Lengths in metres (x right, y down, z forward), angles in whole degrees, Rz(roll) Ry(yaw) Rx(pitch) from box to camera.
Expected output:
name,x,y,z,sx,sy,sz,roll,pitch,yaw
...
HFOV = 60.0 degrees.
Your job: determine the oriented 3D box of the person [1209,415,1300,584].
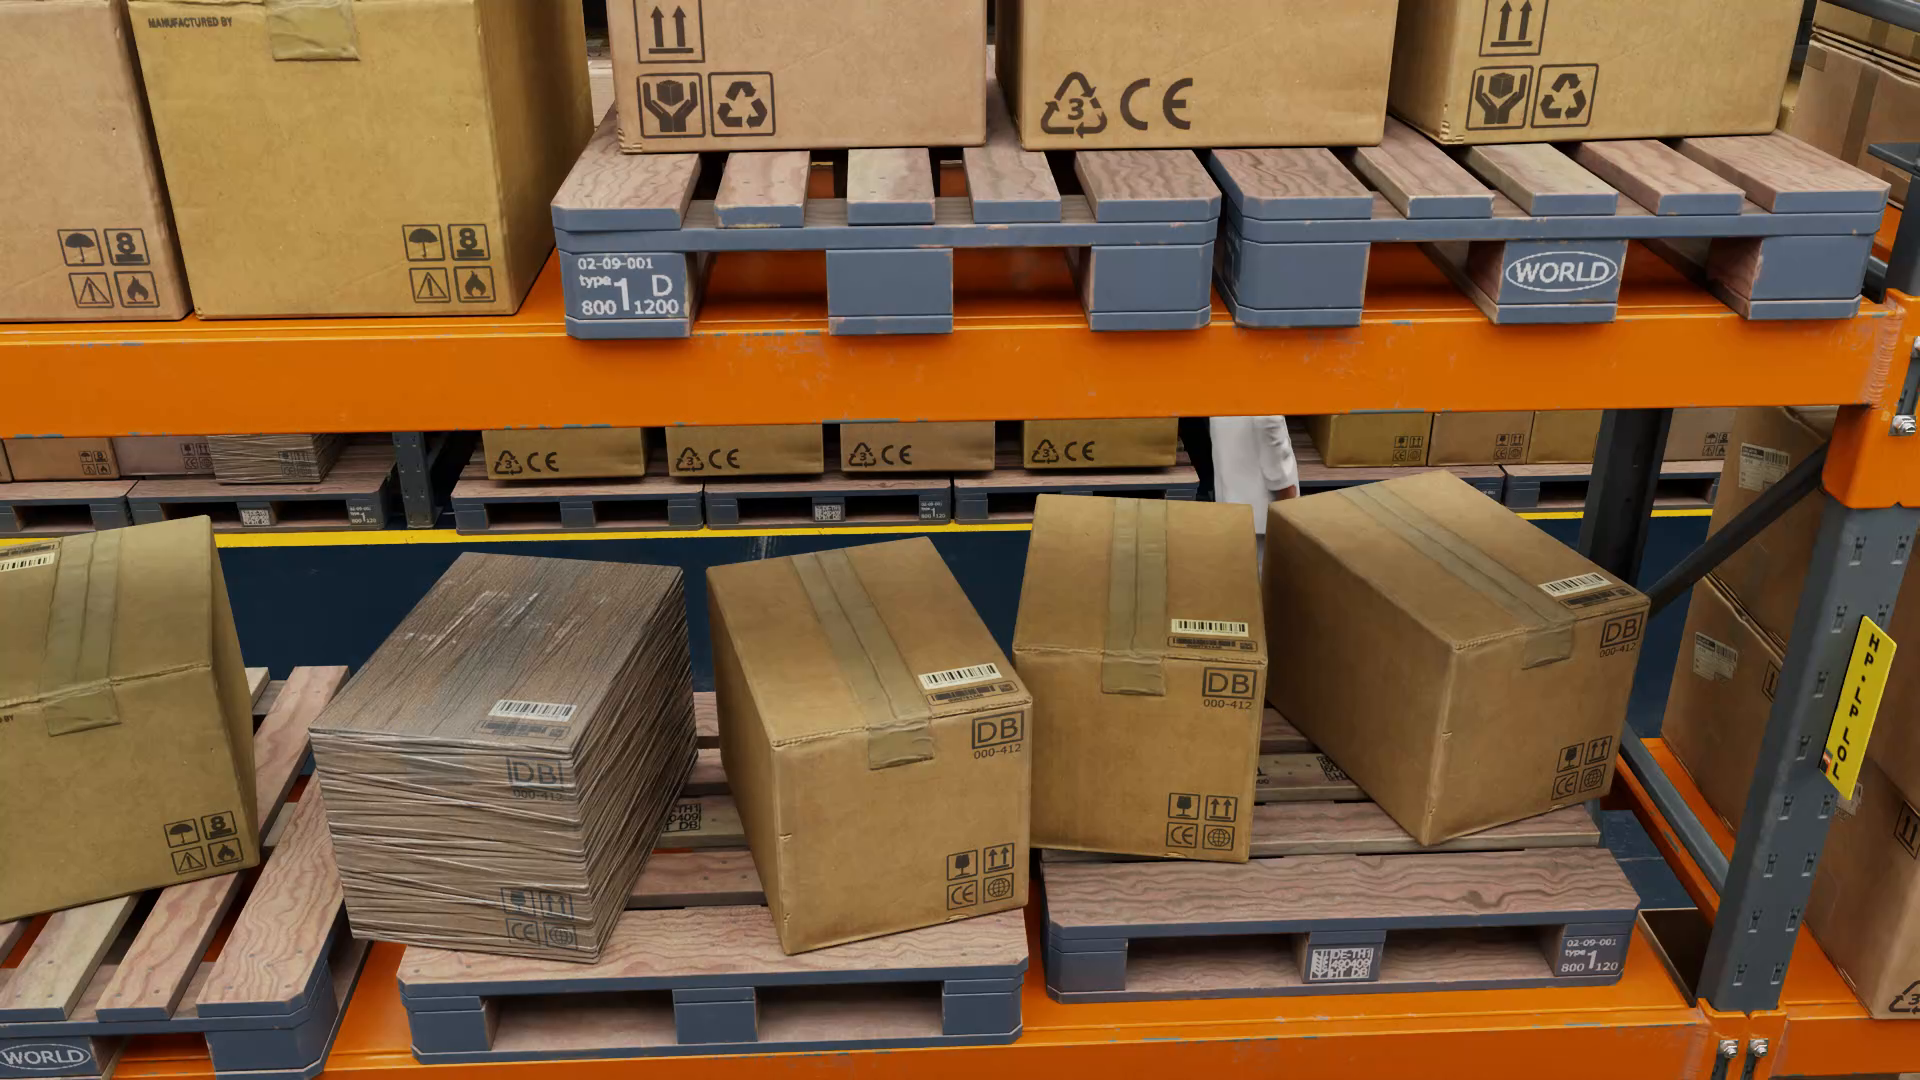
name,x,y,z,sx,sy,sz,roll,pitch,yaw
person,1.223,-0.323,6.766,0.429,1.772,0.645,-3,27,-6
